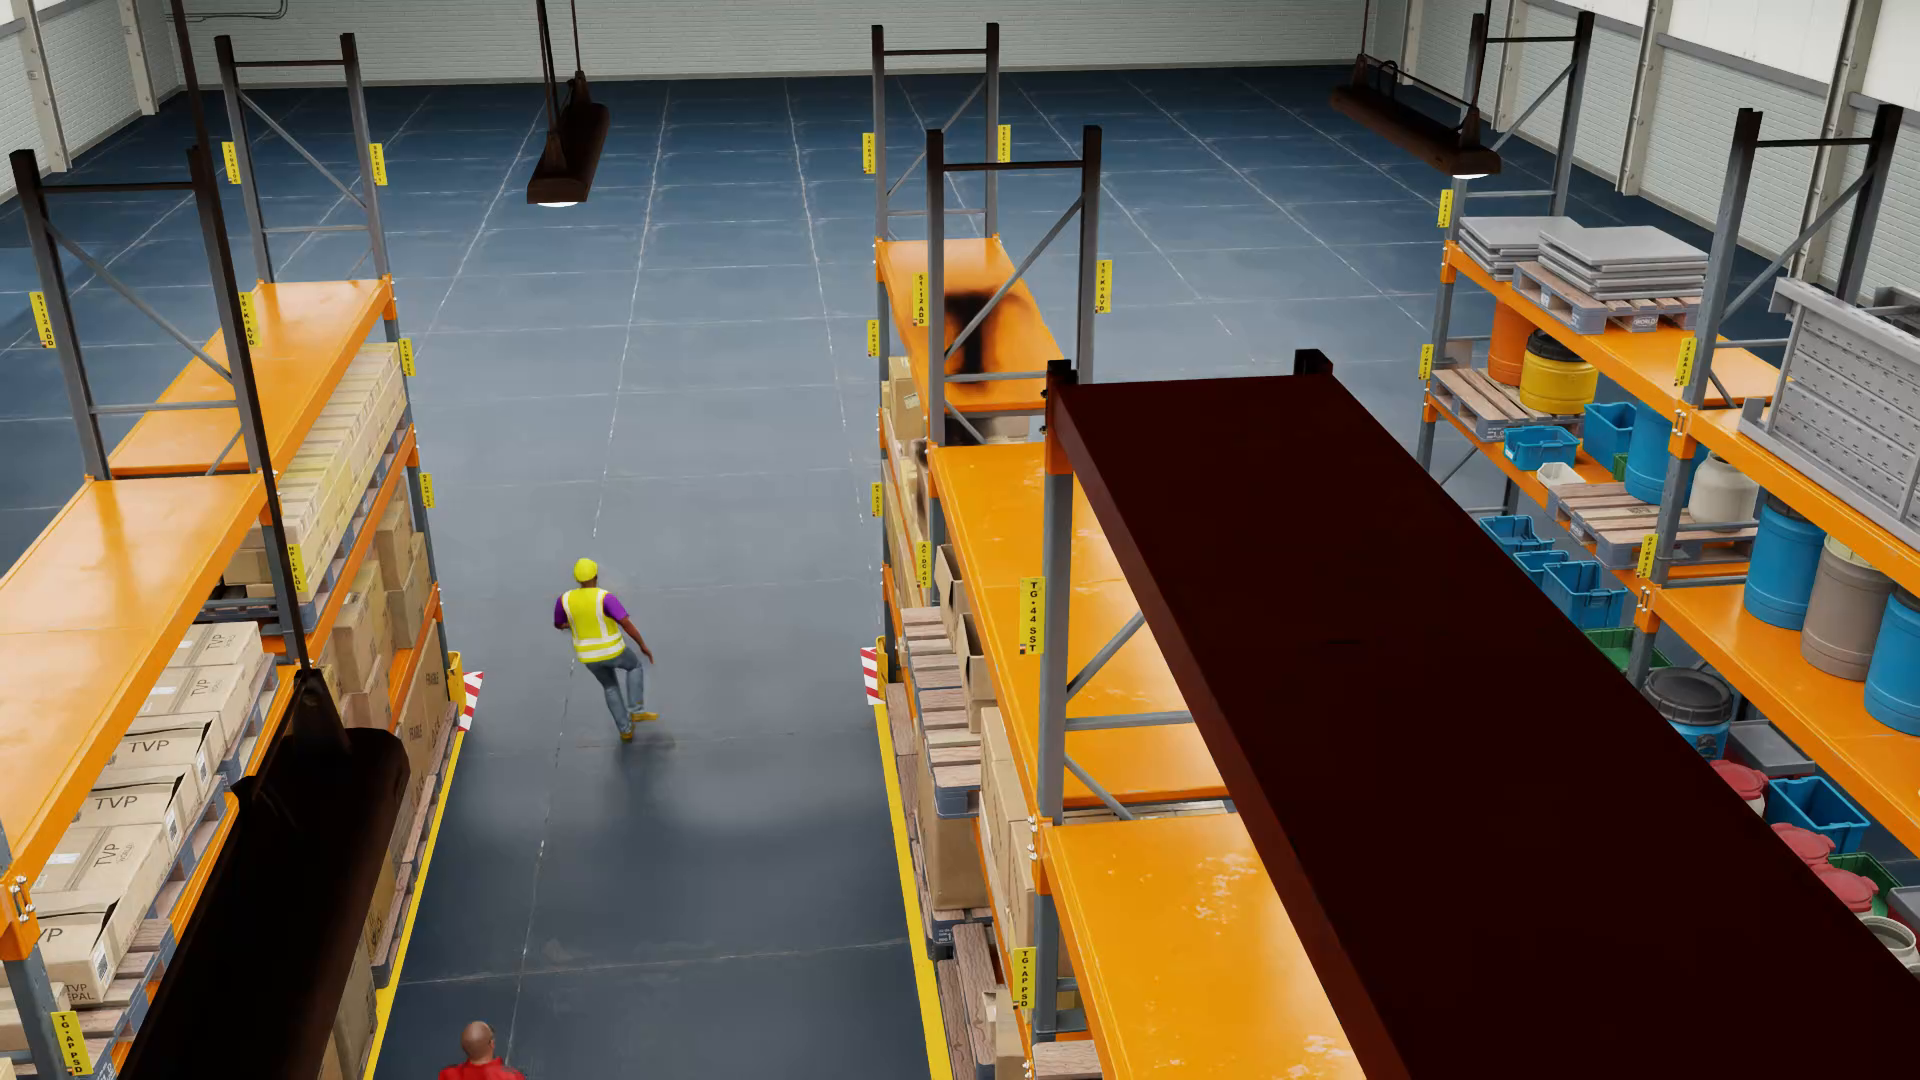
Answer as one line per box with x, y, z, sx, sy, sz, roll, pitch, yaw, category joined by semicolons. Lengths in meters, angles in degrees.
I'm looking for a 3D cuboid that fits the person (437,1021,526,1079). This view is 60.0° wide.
-2.588;3.484;9.244;0.778;1.669;0.621;3;26;6;person

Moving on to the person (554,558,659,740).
-3.116;0.913;14.679;0.890;1.659;0.668;-1;26;-2;person
